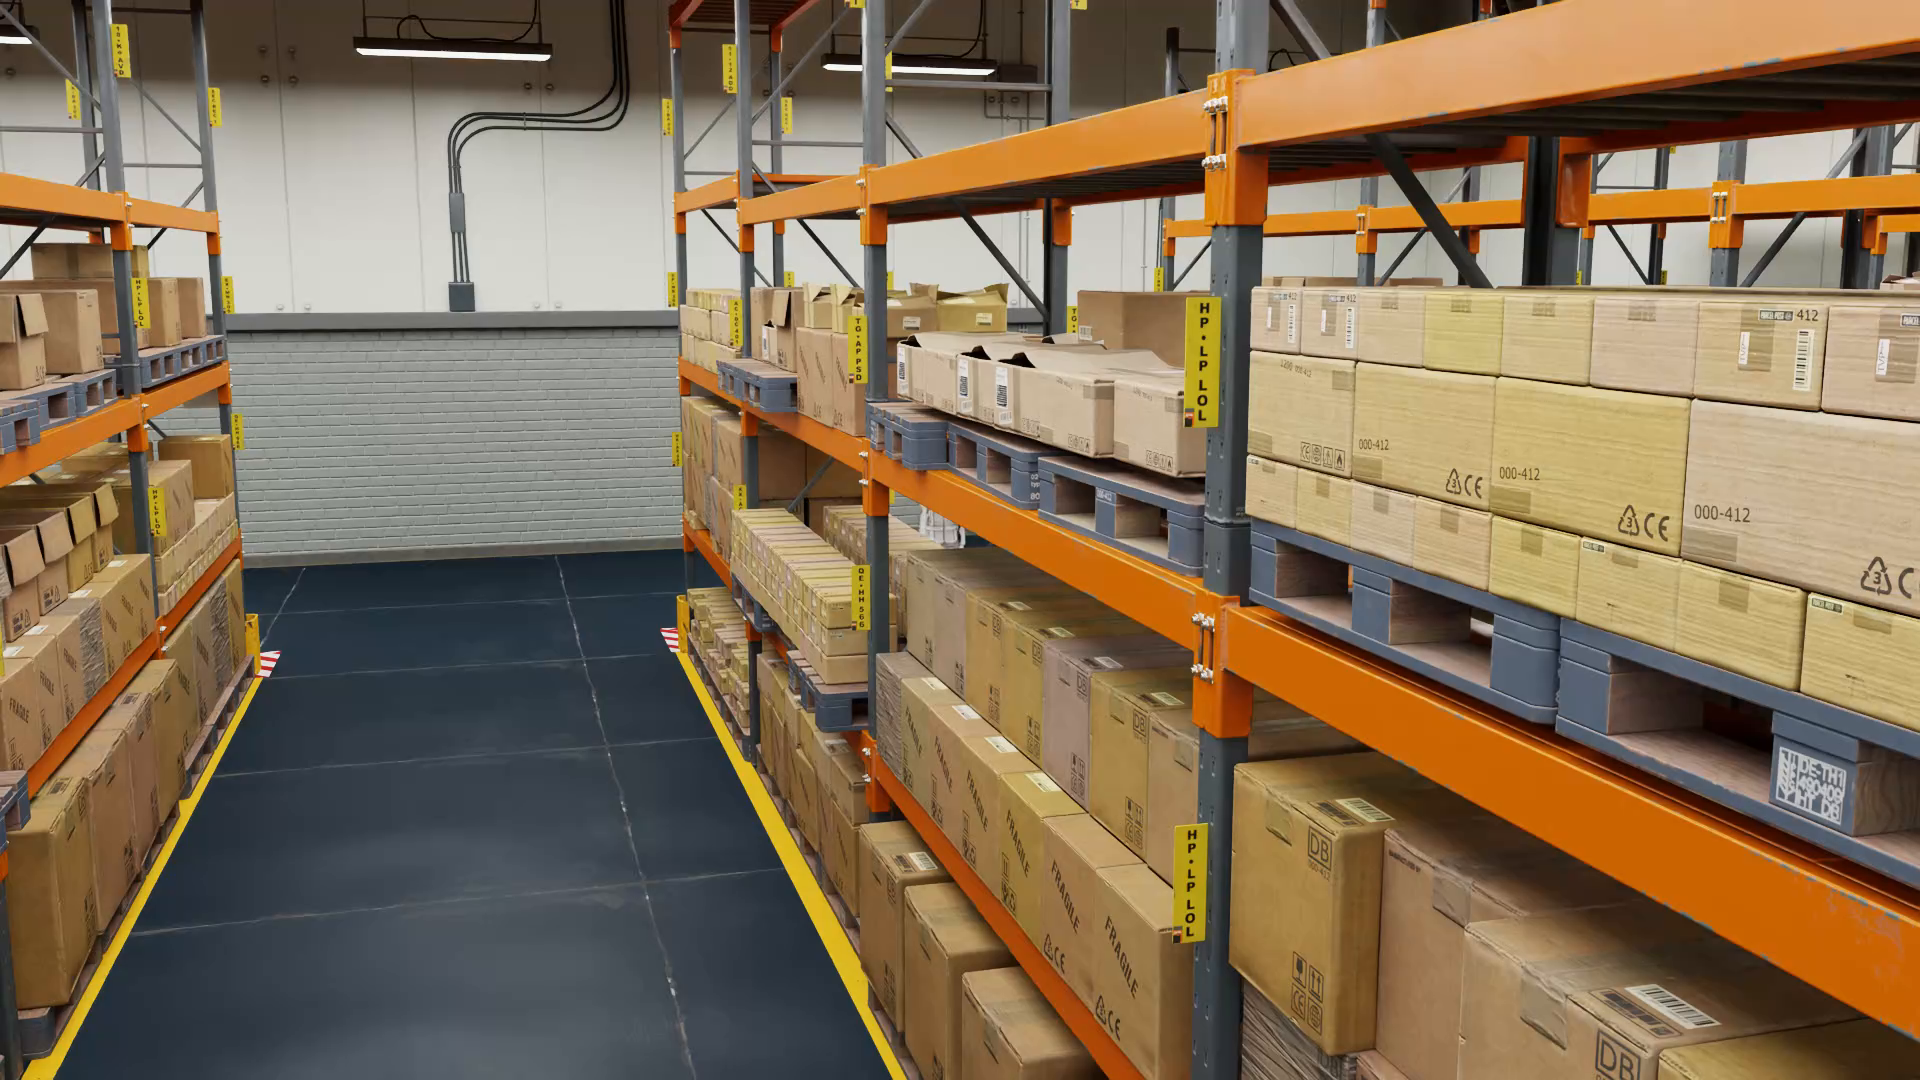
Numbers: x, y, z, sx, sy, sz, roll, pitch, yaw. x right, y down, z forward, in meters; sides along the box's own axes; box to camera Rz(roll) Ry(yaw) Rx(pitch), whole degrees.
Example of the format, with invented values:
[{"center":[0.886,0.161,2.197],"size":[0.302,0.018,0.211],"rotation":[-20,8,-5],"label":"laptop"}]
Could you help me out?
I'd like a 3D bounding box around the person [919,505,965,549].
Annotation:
[{"center":[-0.176,0.081,16.966],"size":[0.468,1.723,0.347],"rotation":[-2,10,-15],"label":"person"}]
